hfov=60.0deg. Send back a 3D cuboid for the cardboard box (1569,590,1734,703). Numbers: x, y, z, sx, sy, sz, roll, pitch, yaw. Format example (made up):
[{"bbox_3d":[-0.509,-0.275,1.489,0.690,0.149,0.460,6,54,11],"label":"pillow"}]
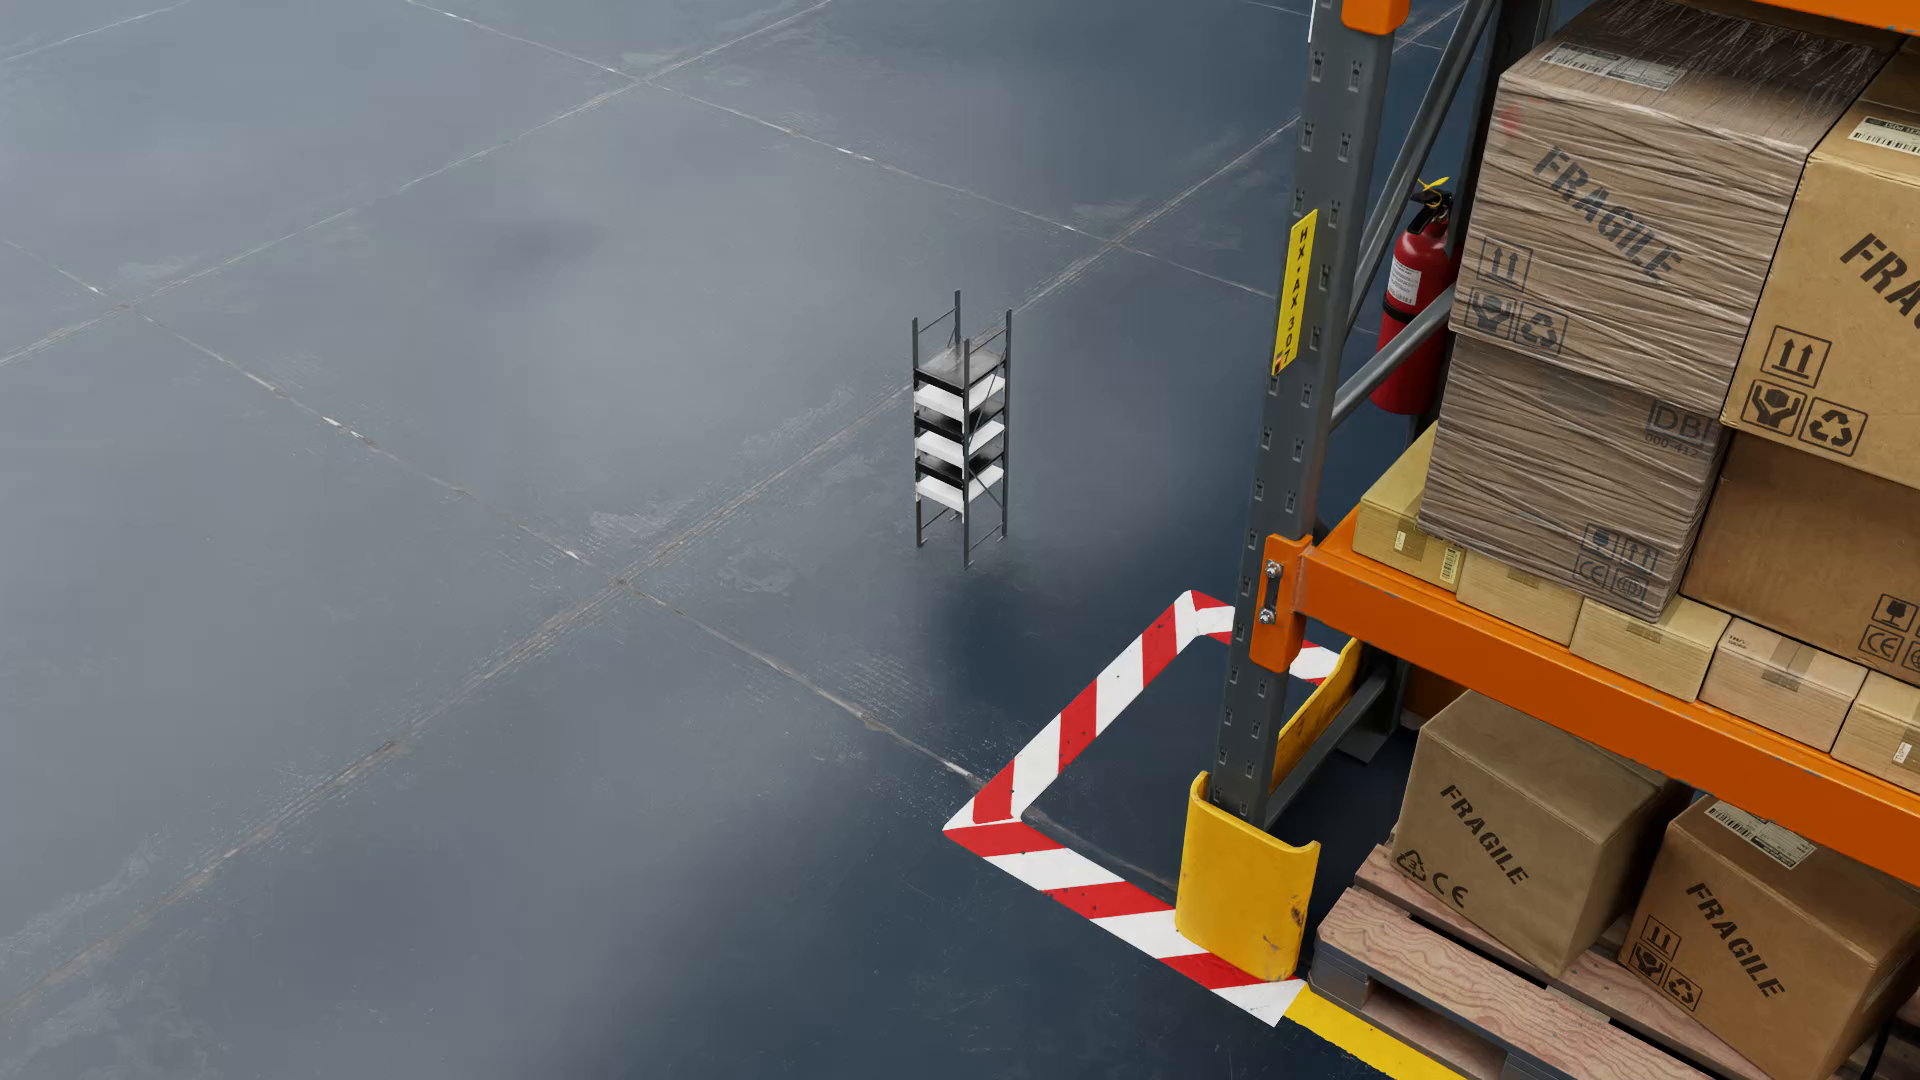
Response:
[{"bbox_3d":[1.437,0.125,3.361,0.250,0.149,0.380,25,45,29],"label":"cardboard box"}]

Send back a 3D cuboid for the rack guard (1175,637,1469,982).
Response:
[{"bbox_3d":[1.039,0.611,4.564,0.348,0.500,1.175,25,45,29],"label":"rack guard"}]

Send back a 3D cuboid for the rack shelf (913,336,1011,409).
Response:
[{"bbox_3d":[0.006,-0.538,5.323,0.200,0.077,0.258,25,45,29],"label":"rack shelf"}]

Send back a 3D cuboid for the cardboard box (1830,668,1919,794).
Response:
[{"bbox_3d":[1.842,0.305,3.131,0.250,0.149,0.380,25,45,29],"label":"cardboard box"}]

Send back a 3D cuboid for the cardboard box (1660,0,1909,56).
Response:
[{"bbox_3d":[1.566,-0.867,3.291,0.500,0.500,0.500,25,45,29],"label":"cardboard box"}]

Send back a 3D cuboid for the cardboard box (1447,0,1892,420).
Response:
[{"bbox_3d":[1.250,-0.613,2.966,0.500,0.500,0.500,25,45,29],"label":"cardboard box"}]

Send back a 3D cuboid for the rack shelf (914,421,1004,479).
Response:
[{"bbox_3d":[0.006,-0.325,5.489,0.200,0.077,0.258,25,45,29],"label":"rack shelf"}]

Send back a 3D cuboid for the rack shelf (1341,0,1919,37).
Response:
[{"bbox_3d":[2.567,-0.551,2.170,4.000,0.370,1.077,25,45,29],"label":"rack shelf"}]

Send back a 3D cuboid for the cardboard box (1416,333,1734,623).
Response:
[{"bbox_3d":[1.399,-0.339,3.427,0.500,0.500,0.875,25,45,29],"label":"cardboard box"}]

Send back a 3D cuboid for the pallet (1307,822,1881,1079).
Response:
[{"bbox_3d":[1.663,1.046,4.243,1.213,0.211,1.003,25,45,29],"label":"pallet"}]

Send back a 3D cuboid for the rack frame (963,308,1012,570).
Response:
[{"bbox_3d":[0.087,-0.313,5.420,0.006,0.900,0.240,25,45,29],"label":"rack frame"}]

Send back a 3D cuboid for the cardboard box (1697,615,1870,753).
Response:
[{"bbox_3d":[1.648,0.208,3.255,0.250,0.149,0.380,25,45,29],"label":"cardboard box"}]

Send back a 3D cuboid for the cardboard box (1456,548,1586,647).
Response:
[{"bbox_3d":[1.247,0.024,3.490,0.250,0.149,0.380,25,45,29],"label":"cardboard box"}]

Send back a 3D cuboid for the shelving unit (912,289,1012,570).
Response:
[{"bbox_3d":[0.006,-0.351,5.469,0.210,0.900,0.258,25,45,29],"label":"shelving unit"}]

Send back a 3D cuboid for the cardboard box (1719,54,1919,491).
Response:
[{"bbox_3d":[1.643,-0.422,2.722,0.500,0.500,0.500,25,45,29],"label":"cardboard box"}]

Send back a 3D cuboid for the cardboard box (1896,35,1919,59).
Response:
[{"bbox_3d":[1.966,-0.683,3.055,0.500,0.500,0.500,25,45,29],"label":"cardboard box"}]

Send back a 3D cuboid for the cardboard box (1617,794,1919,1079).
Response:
[{"bbox_3d":[1.960,0.866,3.897,0.500,0.500,0.500,-25,45,-29],"label":"cardboard box"}]

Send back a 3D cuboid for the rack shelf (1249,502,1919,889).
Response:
[{"bbox_3d":[2.567,0.630,3.095,4.000,0.370,1.077,25,45,29],"label":"rack shelf"}]

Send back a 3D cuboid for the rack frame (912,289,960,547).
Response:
[{"bbox_3d":[-0.074,-0.389,5.517,0.006,0.900,0.240,25,45,29],"label":"rack frame"}]

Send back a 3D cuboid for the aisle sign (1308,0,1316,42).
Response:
[{"bbox_3d":[0.747,-1.302,2.871,0.004,0.787,0.394,25,45,29],"label":"aisle sign"}]

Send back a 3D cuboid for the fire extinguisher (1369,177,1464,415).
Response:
[{"bbox_3d":[1.168,-0.640,4.197,0.183,0.674,0.296,25,45,29],"label":"fire extinguisher"}]

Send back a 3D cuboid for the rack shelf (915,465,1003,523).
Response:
[{"bbox_3d":[0.006,-0.183,5.600,0.200,0.077,0.258,25,45,29],"label":"rack shelf"}]

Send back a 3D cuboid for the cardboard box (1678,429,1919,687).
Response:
[{"bbox_3d":[1.869,-0.210,3.263,0.500,0.500,0.875,25,45,29],"label":"cardboard box"}]

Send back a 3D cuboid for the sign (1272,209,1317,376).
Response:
[{"bbox_3d":[0.649,-0.477,3.224,0.005,0.325,0.100,25,45,29],"label":"sign"}]

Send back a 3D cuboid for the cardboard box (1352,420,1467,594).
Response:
[{"bbox_3d":[1.060,-0.079,3.622,0.250,0.149,0.380,25,45,29],"label":"cardboard box"}]

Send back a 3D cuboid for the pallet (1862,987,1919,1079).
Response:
[{"bbox_3d":[2.628,1.503,3.659,1.213,0.211,1.003,25,45,29],"label":"pallet"}]

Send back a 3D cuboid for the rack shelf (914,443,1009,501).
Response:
[{"bbox_3d":[0.006,-0.254,5.545,0.200,0.077,0.258,25,45,29],"label":"rack shelf"}]

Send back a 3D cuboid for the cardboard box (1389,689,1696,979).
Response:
[{"bbox_3d":[1.465,0.659,4.162,0.500,0.500,0.500,-29,46,-32],"label":"cardboard box"}]

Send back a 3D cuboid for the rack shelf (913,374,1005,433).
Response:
[{"bbox_3d":[0.006,-0.467,5.378,0.200,0.077,0.258,25,45,29],"label":"rack shelf"}]

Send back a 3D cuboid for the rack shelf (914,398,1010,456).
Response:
[{"bbox_3d":[0.006,-0.396,5.434,0.200,0.077,0.258,25,45,29],"label":"rack shelf"}]

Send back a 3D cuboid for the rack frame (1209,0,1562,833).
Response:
[{"bbox_3d":[0.979,-0.402,3.830,0.127,3.000,1.000,25,45,29],"label":"rack frame"}]
